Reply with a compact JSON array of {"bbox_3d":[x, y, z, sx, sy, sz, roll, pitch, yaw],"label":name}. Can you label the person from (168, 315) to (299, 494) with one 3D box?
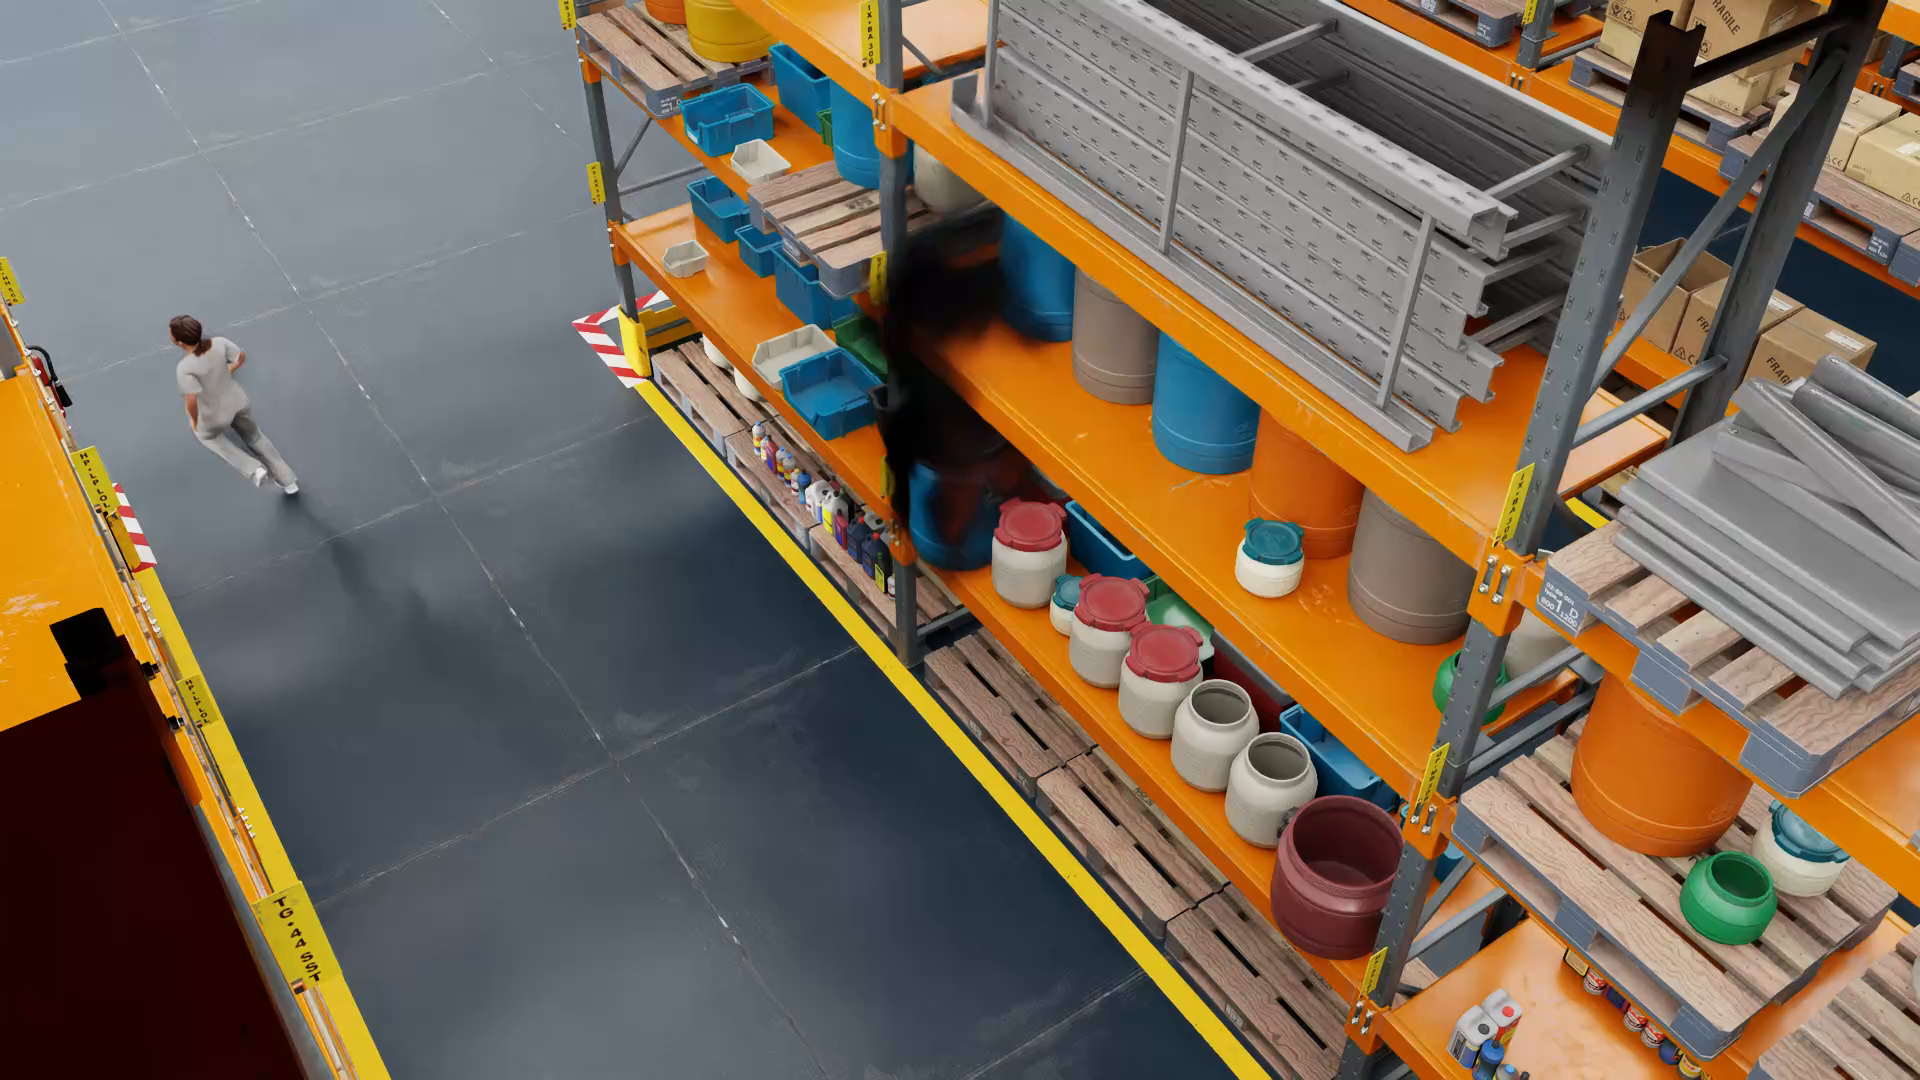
[{"bbox_3d":[-5.164,-0.912,11.555,0.579,1.620,0.621,22,47,22],"label":"person"}]
